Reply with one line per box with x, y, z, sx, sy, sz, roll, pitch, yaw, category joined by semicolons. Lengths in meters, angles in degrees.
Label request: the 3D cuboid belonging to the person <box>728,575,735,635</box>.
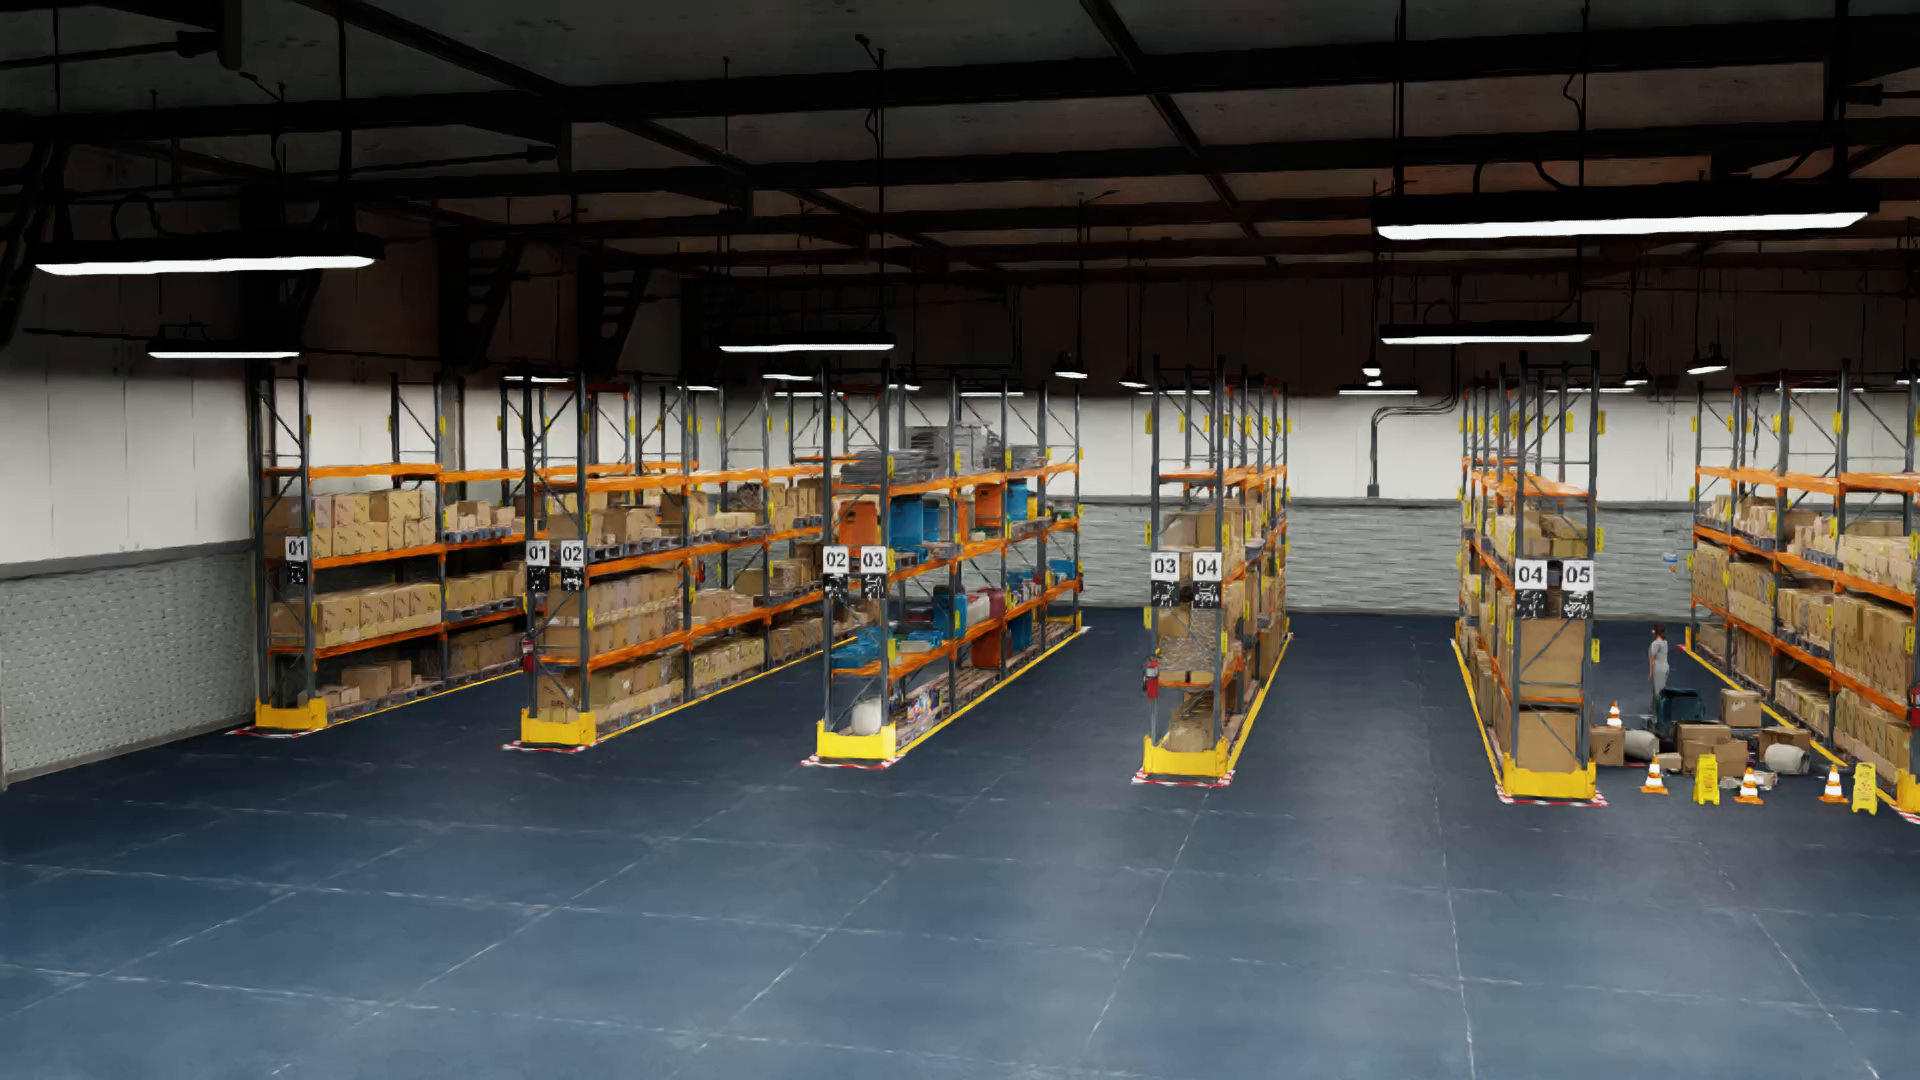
-5.052;1.567;38.049;0.445;1.590;1.091;1;4;12;person

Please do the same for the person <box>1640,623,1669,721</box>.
11.710;2.223;27.970;0.569;1.668;0.562;4;6;44;person
